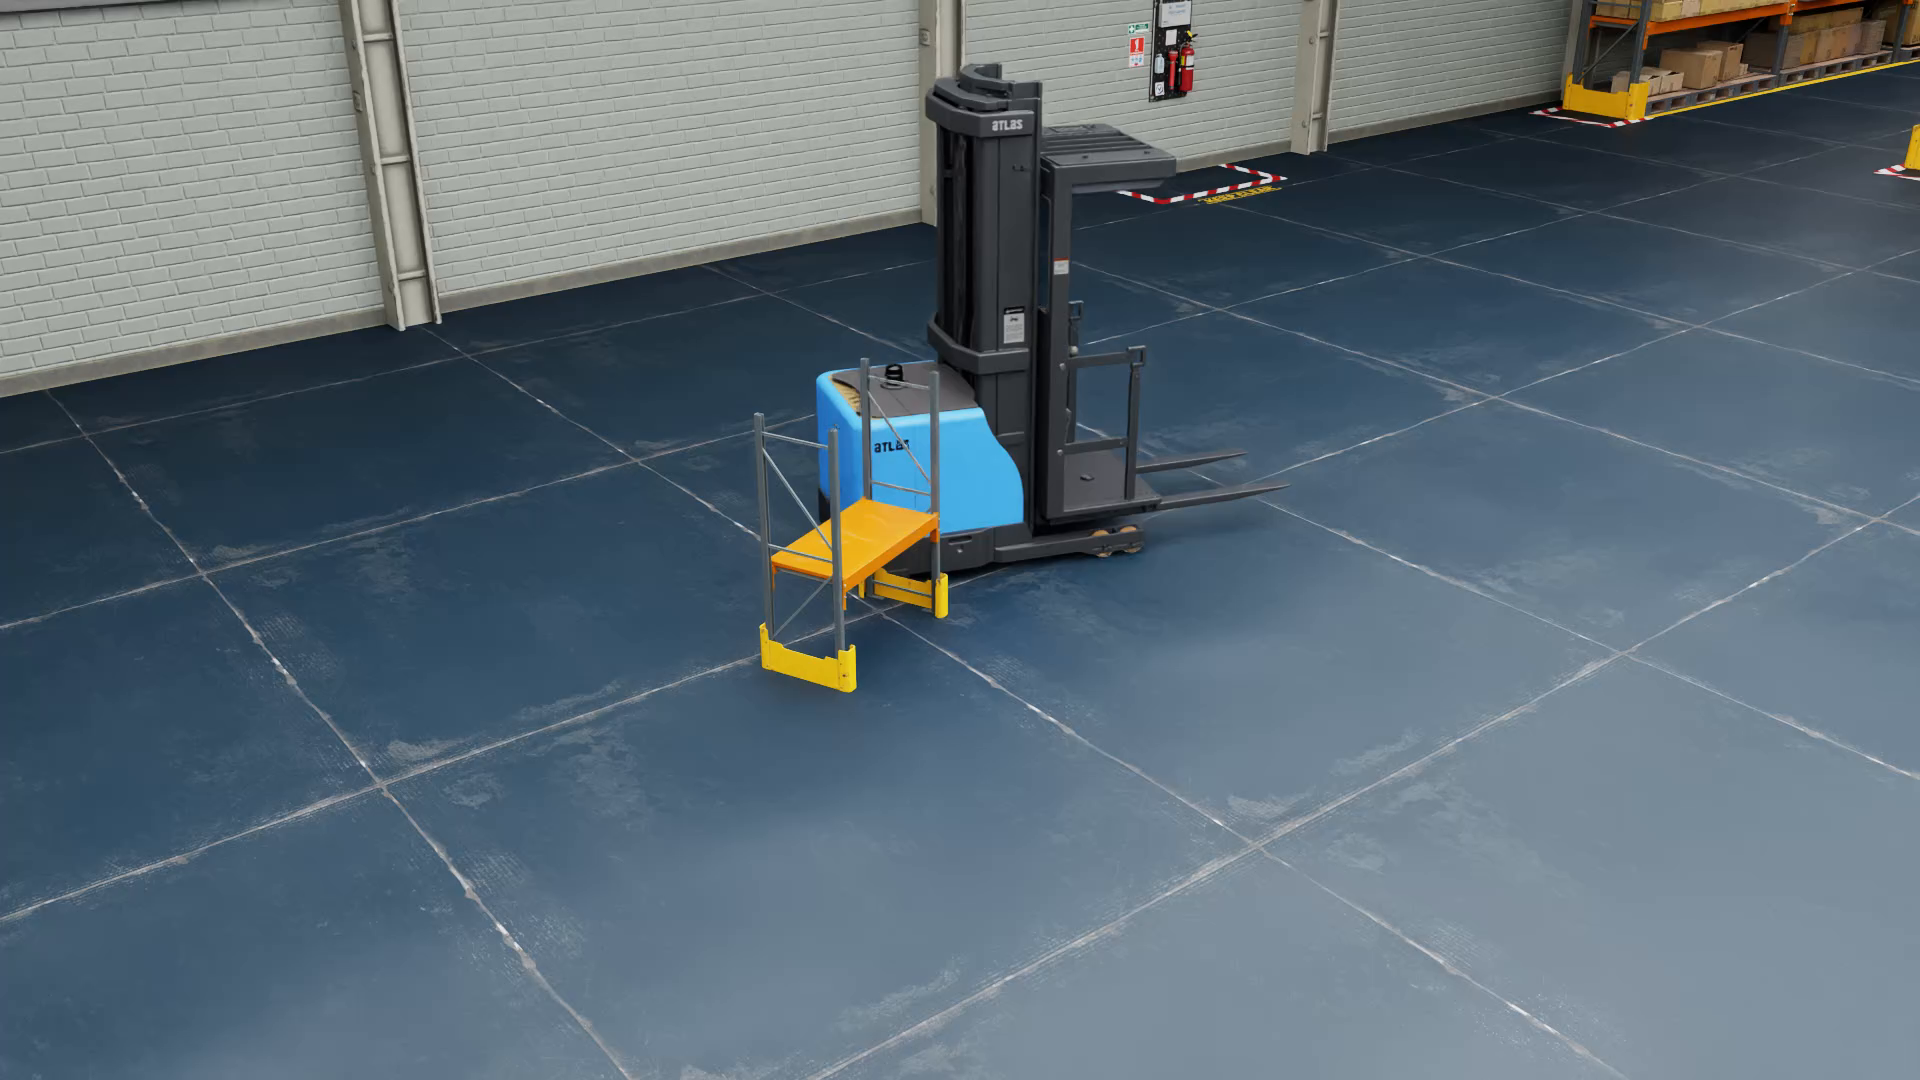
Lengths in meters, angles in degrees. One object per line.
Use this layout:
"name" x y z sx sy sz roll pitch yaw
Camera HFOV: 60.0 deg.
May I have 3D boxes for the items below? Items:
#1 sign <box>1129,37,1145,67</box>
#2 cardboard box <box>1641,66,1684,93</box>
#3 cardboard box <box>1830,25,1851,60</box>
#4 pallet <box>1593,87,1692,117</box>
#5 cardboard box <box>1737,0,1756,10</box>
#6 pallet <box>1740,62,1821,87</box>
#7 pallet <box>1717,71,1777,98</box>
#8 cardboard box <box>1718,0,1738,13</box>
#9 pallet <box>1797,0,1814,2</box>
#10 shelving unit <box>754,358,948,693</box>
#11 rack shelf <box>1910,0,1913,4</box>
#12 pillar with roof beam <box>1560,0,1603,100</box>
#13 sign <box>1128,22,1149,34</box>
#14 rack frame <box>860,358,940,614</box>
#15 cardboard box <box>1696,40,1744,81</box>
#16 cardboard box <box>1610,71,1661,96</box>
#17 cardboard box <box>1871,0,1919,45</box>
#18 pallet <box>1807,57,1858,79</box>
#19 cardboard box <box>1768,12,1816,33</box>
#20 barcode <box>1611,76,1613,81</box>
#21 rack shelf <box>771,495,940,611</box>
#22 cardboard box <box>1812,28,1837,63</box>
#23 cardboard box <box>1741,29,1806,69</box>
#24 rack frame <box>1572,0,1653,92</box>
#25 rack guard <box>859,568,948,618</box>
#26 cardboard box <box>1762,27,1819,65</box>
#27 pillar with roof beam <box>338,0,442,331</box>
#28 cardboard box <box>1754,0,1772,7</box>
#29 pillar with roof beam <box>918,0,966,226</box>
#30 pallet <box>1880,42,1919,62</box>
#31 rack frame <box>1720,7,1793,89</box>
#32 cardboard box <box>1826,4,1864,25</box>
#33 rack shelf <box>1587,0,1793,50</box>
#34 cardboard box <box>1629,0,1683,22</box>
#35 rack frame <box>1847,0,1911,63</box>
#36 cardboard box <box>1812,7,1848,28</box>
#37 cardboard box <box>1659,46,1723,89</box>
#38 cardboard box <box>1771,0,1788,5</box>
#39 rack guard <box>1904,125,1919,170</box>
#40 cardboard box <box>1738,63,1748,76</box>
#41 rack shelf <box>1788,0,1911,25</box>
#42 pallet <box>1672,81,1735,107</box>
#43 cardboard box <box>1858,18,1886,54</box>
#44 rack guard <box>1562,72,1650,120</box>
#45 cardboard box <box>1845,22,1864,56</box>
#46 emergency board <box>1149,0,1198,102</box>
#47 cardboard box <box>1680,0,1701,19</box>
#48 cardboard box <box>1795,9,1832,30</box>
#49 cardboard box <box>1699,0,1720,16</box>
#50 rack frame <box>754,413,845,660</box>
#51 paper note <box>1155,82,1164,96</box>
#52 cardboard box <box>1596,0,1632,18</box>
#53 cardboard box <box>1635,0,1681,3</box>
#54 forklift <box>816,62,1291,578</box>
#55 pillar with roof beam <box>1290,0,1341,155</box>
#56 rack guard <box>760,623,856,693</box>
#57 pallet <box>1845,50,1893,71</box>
"sign" 2.067 -5.710 19.448 0.234 0.329 0.001 -18 31 -34
"cardboard box" 10.287 -6.801 24.512 0.500 0.311 0.500 -15 29 -30
"cardboard box" 14.149 -8.229 27.364 0.500 0.500 0.700 -18 31 -34
"pallet" 9.960 -6.477 24.455 1.213 0.211 1.003 -18 31 -34
"cardboard box" 11.417 -8.017 24.615 0.500 0.250 0.500 -18 31 -34
"pallet" 12.998 -7.500 26.659 1.213 0.211 1.003 -18 31 -34
"pallet" 11.880 -7.111 25.821 1.213 0.211 1.003 -18 31 -34
"cardboard box" 11.022 -7.886 24.333 0.500 0.250 0.500 -18 30 -34
"pallet" 13.077 -8.625 25.999 1.213 0.211 1.003 -18 31 -34
"shelving unit" -0.586 -0.112 9.209 0.587 1.500 1.083 13 28 27
"rack shelf" 17.108 -9.794 29.145 4.000 0.370 1.077 -18 31 -34
"pillar with roof beam" 11.912 -9.286 20.070 0.400 9.000 9.100 -18 31 -34
"sign" 2.076 -5.949 19.332 0.331 0.109 0.001 -18 31 -34
"rack frame" -0.340 -0.295 9.603 0.500 1.500 0.032 13 28 27
"cardboard box" 11.594 -7.345 25.459 0.500 0.500 0.500 -21 32 -38
"cardboard box" 9.839 -6.653 24.193 0.500 0.311 0.500 -23 33 -40
"cardboard box" 16.194 -8.964 28.556 0.750 0.750 0.750 -19 31 -35
"pallet" 13.959 -7.818 27.345 1.213 0.211 1.003 -18 31 -34
"cardboard box" 13.300 -8.280 26.583 0.500 0.250 0.500 -19 31 -35
"barcode" 9.606 -6.794 24.486 0.075 0.075 0.001 -18 31 -34
"rack shelf" -0.590 0.055 9.278 0.538 0.185 1.000 13 28 27
"cardboard box" 13.757 -8.094 27.074 0.500 0.500 0.700 -18 30 -33
"cardboard box" 12.955 -7.824 26.492 0.500 0.500 0.700 -17 30 -32
"rack frame" 9.239 -7.523 23.396 0.127 3.000 1.000 -18 31 -34
"rack guard" -0.341 0.273 9.866 0.587 0.250 0.087 13 28 27
"cardboard box" 13.331 -7.975 26.817 0.500 0.500 0.700 -19 31 -35
"pillar with roof beam" -2.252 -4.610 9.995 0.400 9.000 9.100 -18 31 -34
"cardboard box" 11.803 -8.153 24.908 0.500 0.250 0.500 -18 30 -34
"pillar with roof beam" 2.469 -6.169 13.353 0.400 9.000 9.100 -18 31 -34
"pallet" 16.201 -8.516 28.848 1.213 0.211 1.003 -18 31 -34
"rack frame" 12.386 -8.562 25.635 0.127 3.000 1.000 -18 31 -34
"cardboard box" 14.512 -8.675 27.435 0.500 0.250 0.500 -18 30 -33
"rack shelf" 10.812 -7.716 24.667 4.000 0.370 1.077 -18 31 -34
"cardboard box" 9.819 -7.485 23.470 0.500 0.250 0.500 -19 31 -35
"rack frame" 15.534 -9.601 27.874 0.127 3.000 1.000 -18 31 -34
"cardboard box" 14.111 -8.540 27.144 0.500 0.250 0.500 -18 31 -34
"cardboard box" 10.895 -7.060 24.847 0.500 0.500 0.700 -21 32 -37
"cardboard box" 12.201 -8.279 25.181 0.500 0.250 0.500 -18 30 -34
"rack guard" 12.279 -4.743 20.375 0.348 0.500 1.175 -18 31 -34
"cardboard box" 11.984 -7.327 25.818 0.380 0.166 0.250 22 33 39
"rack shelf" 13.960 -8.755 26.906 4.000 0.370 1.077 -18 31 -34
"pallet" 10.919 -6.792 25.134 1.213 0.211 1.003 -18 31 -34
"cardboard box" 15.000 -8.462 27.867 0.500 0.500 0.700 -18 30 -33
"rack guard" 9.298 -6.409 23.965 0.348 0.500 1.175 -18 31 -34
"cardboard box" 14.522 -8.367 27.662 0.500 0.500 0.700 -18 31 -34
"emergency board" 2.566 -5.803 19.691 0.643 1.169 0.194 -18 31 -34
"cardboard box" 10.218 -7.625 23.771 0.500 0.250 0.500 -19 31 -36
"cardboard box" 13.707 -8.416 26.877 0.500 0.250 0.500 -19 31 -35
"cardboard box" 10.623 -7.755 24.052 0.500 0.250 0.500 -19 31 -35
"rack frame" -0.841 0.078 8.801 0.500 1.500 0.032 13 28 27
"paper note" 2.384 -5.381 19.827 0.142 0.148 0.016 -18 31 -34
"cardboard box" 9.487 -7.649 23.823 0.500 0.250 0.500 -18 30 -33
"cardboard box" 9.800 -7.828 23.318 0.500 0.500 0.500 -18 31 -34
"forklift" 0.655 -1.422 10.333 3.031 2.935 1.130 -8 26 -17
"pillar with roof beam" 7.191 -7.728 16.711 0.400 9.000 9.100 -18 31 -34
"rack guard" -0.831 0.638 9.079 0.587 0.250 0.087 13 28 27
"pallet" 14.918 -8.133 28.025 1.213 0.211 1.003 -18 31 -34
